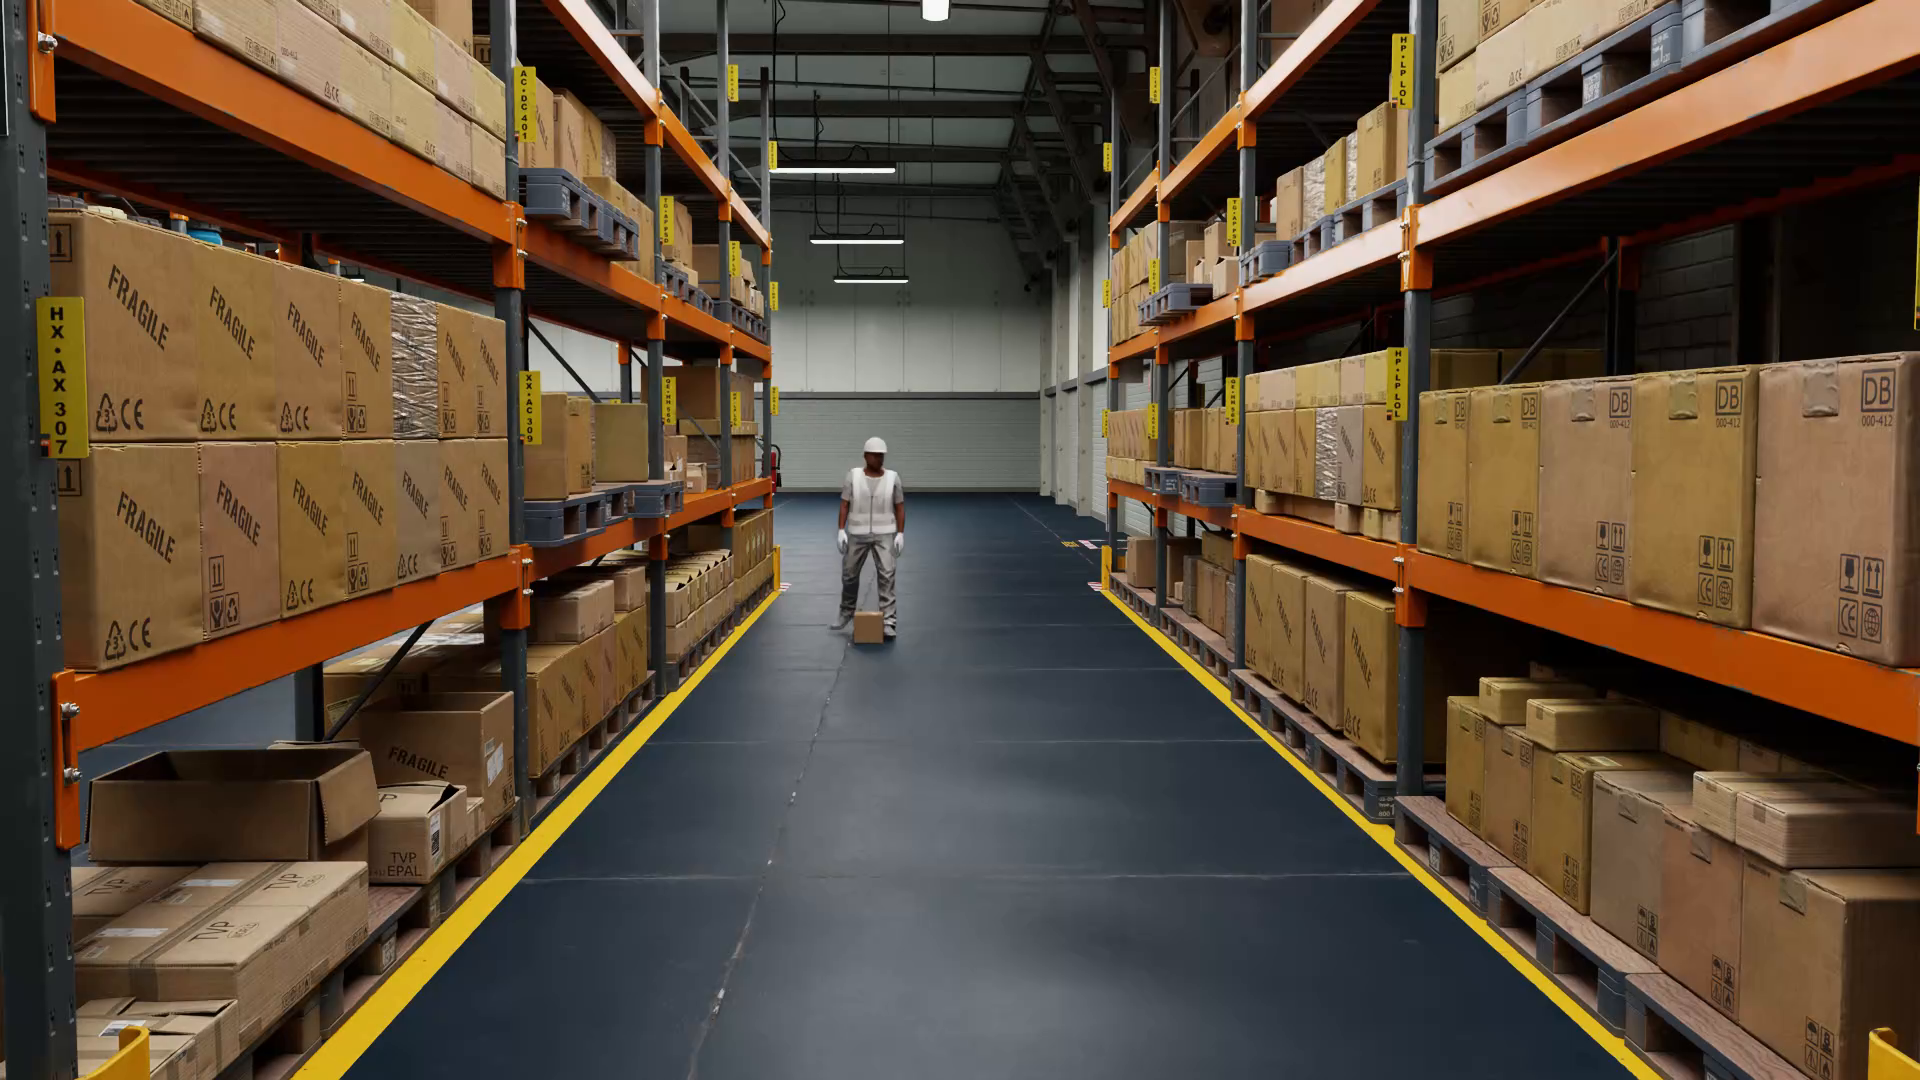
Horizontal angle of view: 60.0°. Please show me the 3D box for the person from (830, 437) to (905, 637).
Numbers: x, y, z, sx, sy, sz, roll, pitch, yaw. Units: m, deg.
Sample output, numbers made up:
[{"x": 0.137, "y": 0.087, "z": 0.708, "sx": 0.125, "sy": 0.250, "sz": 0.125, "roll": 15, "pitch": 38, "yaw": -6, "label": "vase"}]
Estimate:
[{"x": -0.842, "y": -0.033, "z": 15.003, "sx": 0.686, "sy": 1.781, "sz": 0.749, "roll": 0, "pitch": 4, "yaw": -2, "label": "person"}]
